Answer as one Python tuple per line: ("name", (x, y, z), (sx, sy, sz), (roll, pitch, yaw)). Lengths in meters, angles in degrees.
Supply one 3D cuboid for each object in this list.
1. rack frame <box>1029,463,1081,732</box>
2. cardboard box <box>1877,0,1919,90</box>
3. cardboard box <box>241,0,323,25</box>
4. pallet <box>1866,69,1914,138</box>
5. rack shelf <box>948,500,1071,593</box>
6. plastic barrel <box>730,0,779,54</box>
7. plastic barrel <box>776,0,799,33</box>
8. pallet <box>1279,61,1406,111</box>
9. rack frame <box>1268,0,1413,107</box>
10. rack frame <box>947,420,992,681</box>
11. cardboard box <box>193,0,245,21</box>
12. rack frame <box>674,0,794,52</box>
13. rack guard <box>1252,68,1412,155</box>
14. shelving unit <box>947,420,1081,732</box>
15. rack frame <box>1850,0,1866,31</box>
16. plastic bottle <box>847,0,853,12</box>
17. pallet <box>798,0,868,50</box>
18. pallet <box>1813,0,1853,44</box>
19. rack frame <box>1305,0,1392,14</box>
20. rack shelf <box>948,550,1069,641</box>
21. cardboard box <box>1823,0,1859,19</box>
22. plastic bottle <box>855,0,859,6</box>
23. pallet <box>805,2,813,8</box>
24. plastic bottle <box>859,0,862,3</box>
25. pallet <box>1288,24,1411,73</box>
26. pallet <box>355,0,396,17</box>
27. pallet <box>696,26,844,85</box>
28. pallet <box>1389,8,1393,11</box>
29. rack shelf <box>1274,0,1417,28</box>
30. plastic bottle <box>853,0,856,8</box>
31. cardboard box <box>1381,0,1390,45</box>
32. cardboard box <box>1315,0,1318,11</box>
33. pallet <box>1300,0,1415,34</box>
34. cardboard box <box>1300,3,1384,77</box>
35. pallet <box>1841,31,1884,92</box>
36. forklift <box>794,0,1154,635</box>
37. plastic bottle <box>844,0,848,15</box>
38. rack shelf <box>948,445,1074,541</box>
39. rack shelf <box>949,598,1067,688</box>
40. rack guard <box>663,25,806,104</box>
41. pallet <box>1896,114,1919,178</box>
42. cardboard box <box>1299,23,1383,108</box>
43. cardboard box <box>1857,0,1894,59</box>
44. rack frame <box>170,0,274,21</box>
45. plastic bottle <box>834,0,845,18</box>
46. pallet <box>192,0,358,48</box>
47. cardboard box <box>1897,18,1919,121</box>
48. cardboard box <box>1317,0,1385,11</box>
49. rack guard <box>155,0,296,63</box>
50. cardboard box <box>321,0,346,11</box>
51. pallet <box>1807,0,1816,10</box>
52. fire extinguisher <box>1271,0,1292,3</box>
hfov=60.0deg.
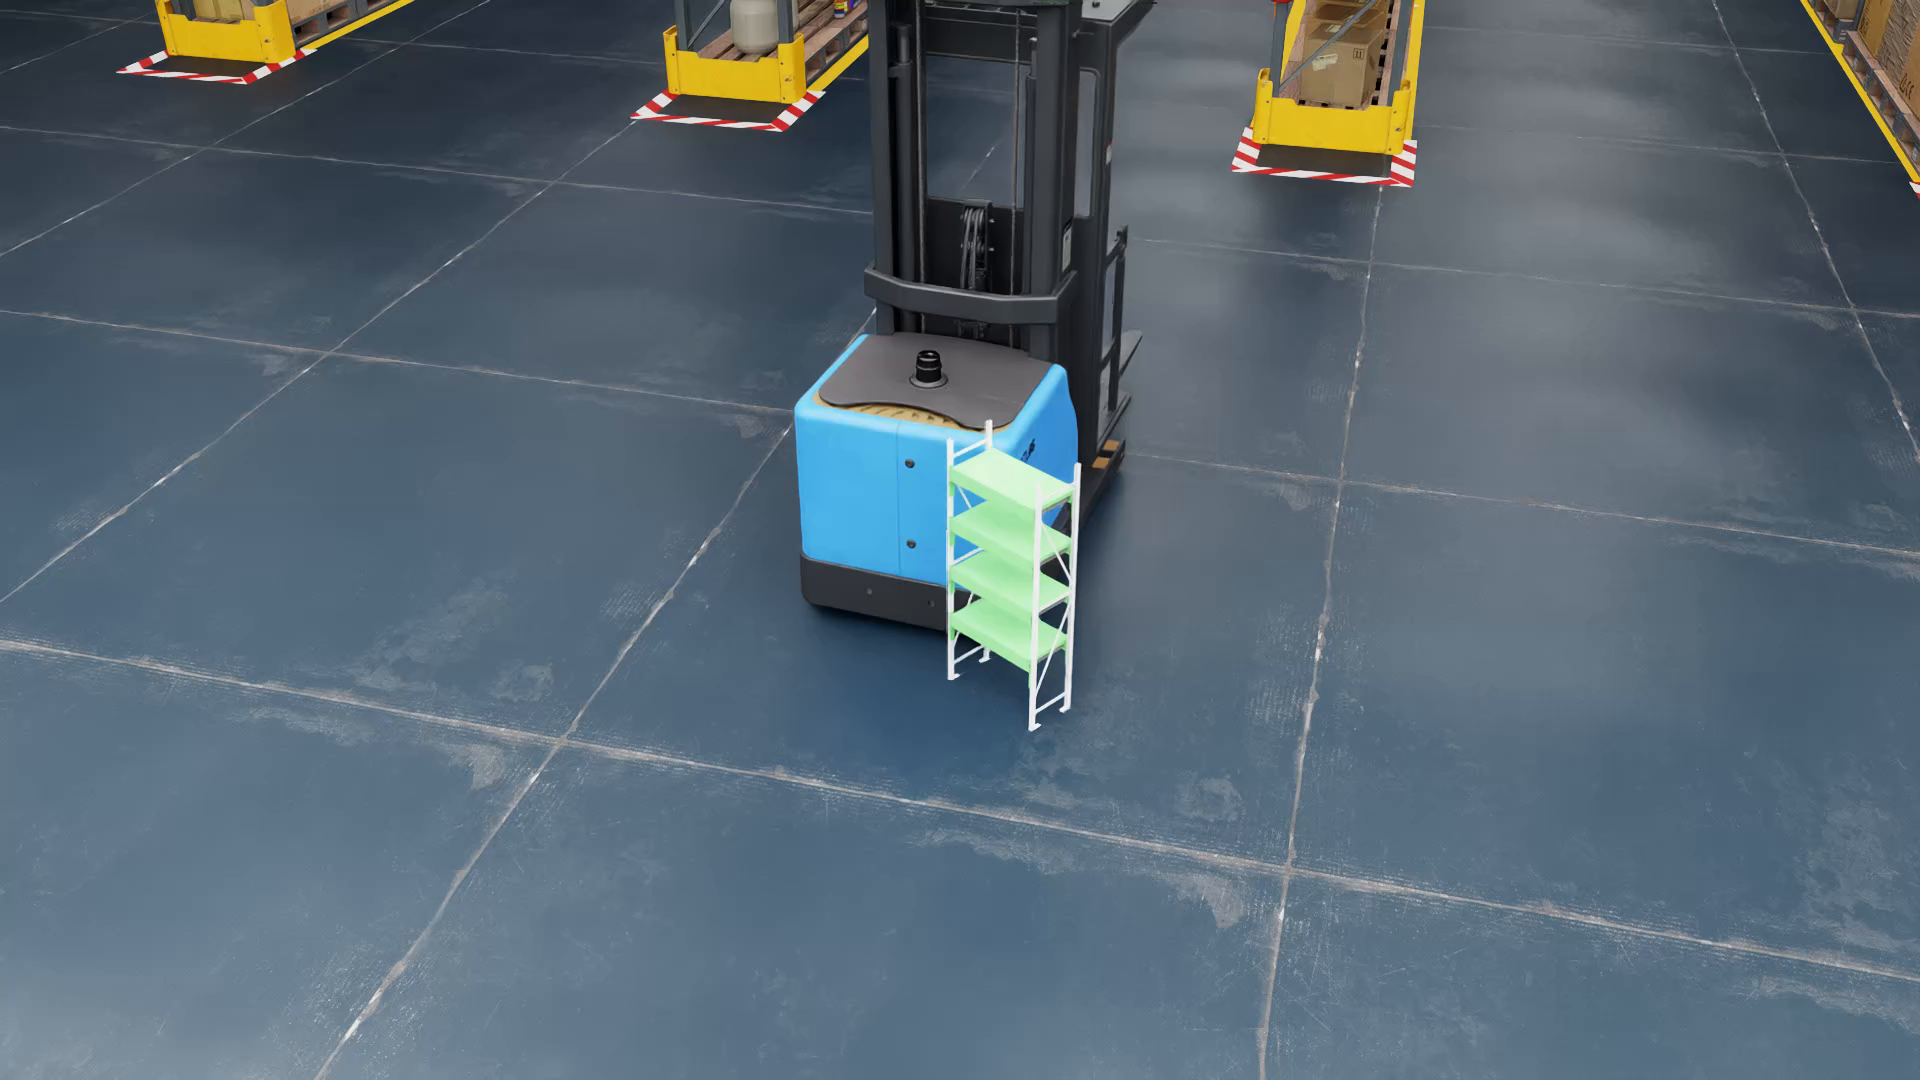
("rack frame", (0.380, 0.251, 6.737), (0.240, 1.200, 0.015), (-28, 42, -36))
("cardboard box", (8.238, -4.236, 13.707), (0.875, 0.875, 0.875), (8, 33, 13))
("cardboard box", (-6.327, -5.009, 15.504), (0.500, 0.250, 0.500), (8, 33, 12))
("pallet", (8.114, -3.545, 13.630), (1.003, 0.211, 1.213), (8, 33, 12))
("rack shelf", (0.210, 0.009, 6.790), (0.258, 0.148, 0.480), (-28, 42, -36))
("plastic barrel", (-1.795, -4.547, 14.533), (0.421, 0.512, 0.421), (0, 32, 0))
("plastic barrel", (-1.667, -4.807, 14.943), (0.421, 0.512, 0.421), (0, 32, 0))
("pallet", (3.163, -3.672, 13.830), (1.003, 0.211, 1.213), (8, 33, 12))
("rack frame", (2.903, -4.393, 12.364), (1.000, 3.000, 0.127), (8, 33, 12))
("rack frame", (0.039, 0.064, 7.031), (0.240, 1.200, 0.015), (-28, 42, -36))
("cardboard box", (-6.828, -5.079, 15.615), (0.500, 0.250, 0.500), (8, 33, 12))
("rack frame", (-1.888, -5.067, 13.425), (1.000, 3.000, 0.127), (8, 33, 12))
("rack guard", (2.922, -3.378, 13.097), (1.175, 0.500, 0.348), (8, 33, 12))
("shelving unit", (0.210, 0.157, 6.884), (0.258, 1.200, 0.503), (-28, 42, -36))
("rack frame", (8.690, -5.741, 14.485), (1.000, 3.000, 0.127), (8, 33, 12))
("plastic bottle", (-1.051, -5.120, 15.630), (0.061, 0.283, 0.133), (9, 33, 13))
("pallet", (-1.391, -4.988, 15.900), (1.003, 0.211, 1.213), (8, 33, 12))
("pallet", (8.813, -4.975, 15.879), (1.003, 0.211, 1.213), (8, 33, 12))
("rack frame", (3.918, -6.469, 15.629), (1.000, 3.000, 0.127), (8, 33, 12))
("rack shelf", (0.210, 0.211, 6.918), (0.258, 0.148, 0.480), (-28, 42, -36))
("cardboard box", (8.761, -5.303, 15.502), (1.050, 0.750, 0.750), (8, 33, 12))
("plastic bottle", (-1.014, -5.230, 15.814), (0.097, 0.271, 0.097), (0, 32, 0))
("pallet", (-1.083, -5.623, 16.899), (1.003, 0.211, 1.213), (8, 33, 12))
("plastic bottle", (-0.989, -5.252, 15.913), (0.097, 0.201, 0.097), (0, 32, 0))
("pallet", (3.474, -4.304, 14.823), (1.003, 0.211, 1.213), (8, 33, 12))
("pallet", (-6.213, -5.601, 16.863), (1.003, 0.211, 1.213), (8, 33, 12))
("pallet", (-1.703, -4.357, 14.907), (1.003, 0.211, 1.213), (8, 33, 12))
("pallet", (4.114, -5.696, 17.013), (1.003, 0.211, 1.213), (8, 33, 12))
("rack shelf", (3.411, -5.127, 14.190), (1.077, 0.370, 4.000), (8, 33, 12))
("plastic bottle", (-1.039, -5.178, 15.732), (0.097, 0.271, 0.097), (0, 32, 0))
("cardboard box", (3.558, -4.758, 14.877), (0.500, 0.500, 0.500), (5, 33, 8))
("cardboard box", (3.640, -5.091, 15.400), (0.500, 0.500, 0.500), (19, 37, 27))
("pallet", (3.782, -4.939, 15.822), (1.003, 0.211, 1.213), (8, 33, 12))
("cardboard box", (3.196, -4.152, 13.924), (0.500, 0.500, 0.500), (17, 36, 25))
("pallet", (8.422, -4.180, 14.629), (1.003, 0.211, 1.213), (8, 33, 12))
("forklift", (0.240, -1.570, 7.988), (1.130, 2.935, 3.031), (11, 34, 17))
("plastic bottle", (-1.100, -5.024, 15.555), (0.097, 0.201, 0.097), (0, 32, 0))
("rack shelf", (0.210, -0.194, 6.661), (0.258, 0.148, 0.480), (-28, 42, -36))
("rack shelf", (0.210, 0.414, 7.047), (0.258, 0.148, 0.480), (-28, 42, -36))
("rack guard", (-1.914, -4.058, 14.168), (1.175, 0.500, 0.348), (8, 33, 12))
("pallet", (7.802, -2.914, 12.637), (1.003, 0.211, 1.213), (8, 33, 12))
("cardboard box", (3.078, -3.837, 13.428), (0.500, 0.500, 0.500), (14, 35, 21))
("cardboard box", (8.463, -4.705, 14.444), (0.875, 0.875, 0.875), (9, 33, 13))
("rack frame", (-6.678, -5.744, 14.489), (1.000, 3.000, 0.127), (8, 33, 12))
("plastic bottle", (-1.126, -5.000, 15.452), (0.097, 0.271, 0.097), (0, 32, 0))
("pallet", (-6.524, -4.969, 15.870), (1.003, 0.211, 1.213), (8, 33, 12))
("cardboard box", (8.005, -3.764, 12.963), (0.875, 0.875, 0.875), (8, 33, 12))
("cardboard box", (3.374, -4.474, 14.431), (0.500, 0.500, 0.500), (11, 34, 17))
("rack guard", (-6.684, -4.676, 15.140), (1.175, 0.500, 0.348), (8, 33, 12))
("cardboard box", (-6.203, -5.268, 15.913), (0.500, 0.250, 0.500), (8, 33, 12))
("pallet", (9.121, -5.610, 16.878), (1.003, 0.211, 1.213), (8, 33, 12))
("fire extinguisher", (2.428, -4.364, 12.390), (0.296, 0.674, 0.183), (8, 33, 12))
